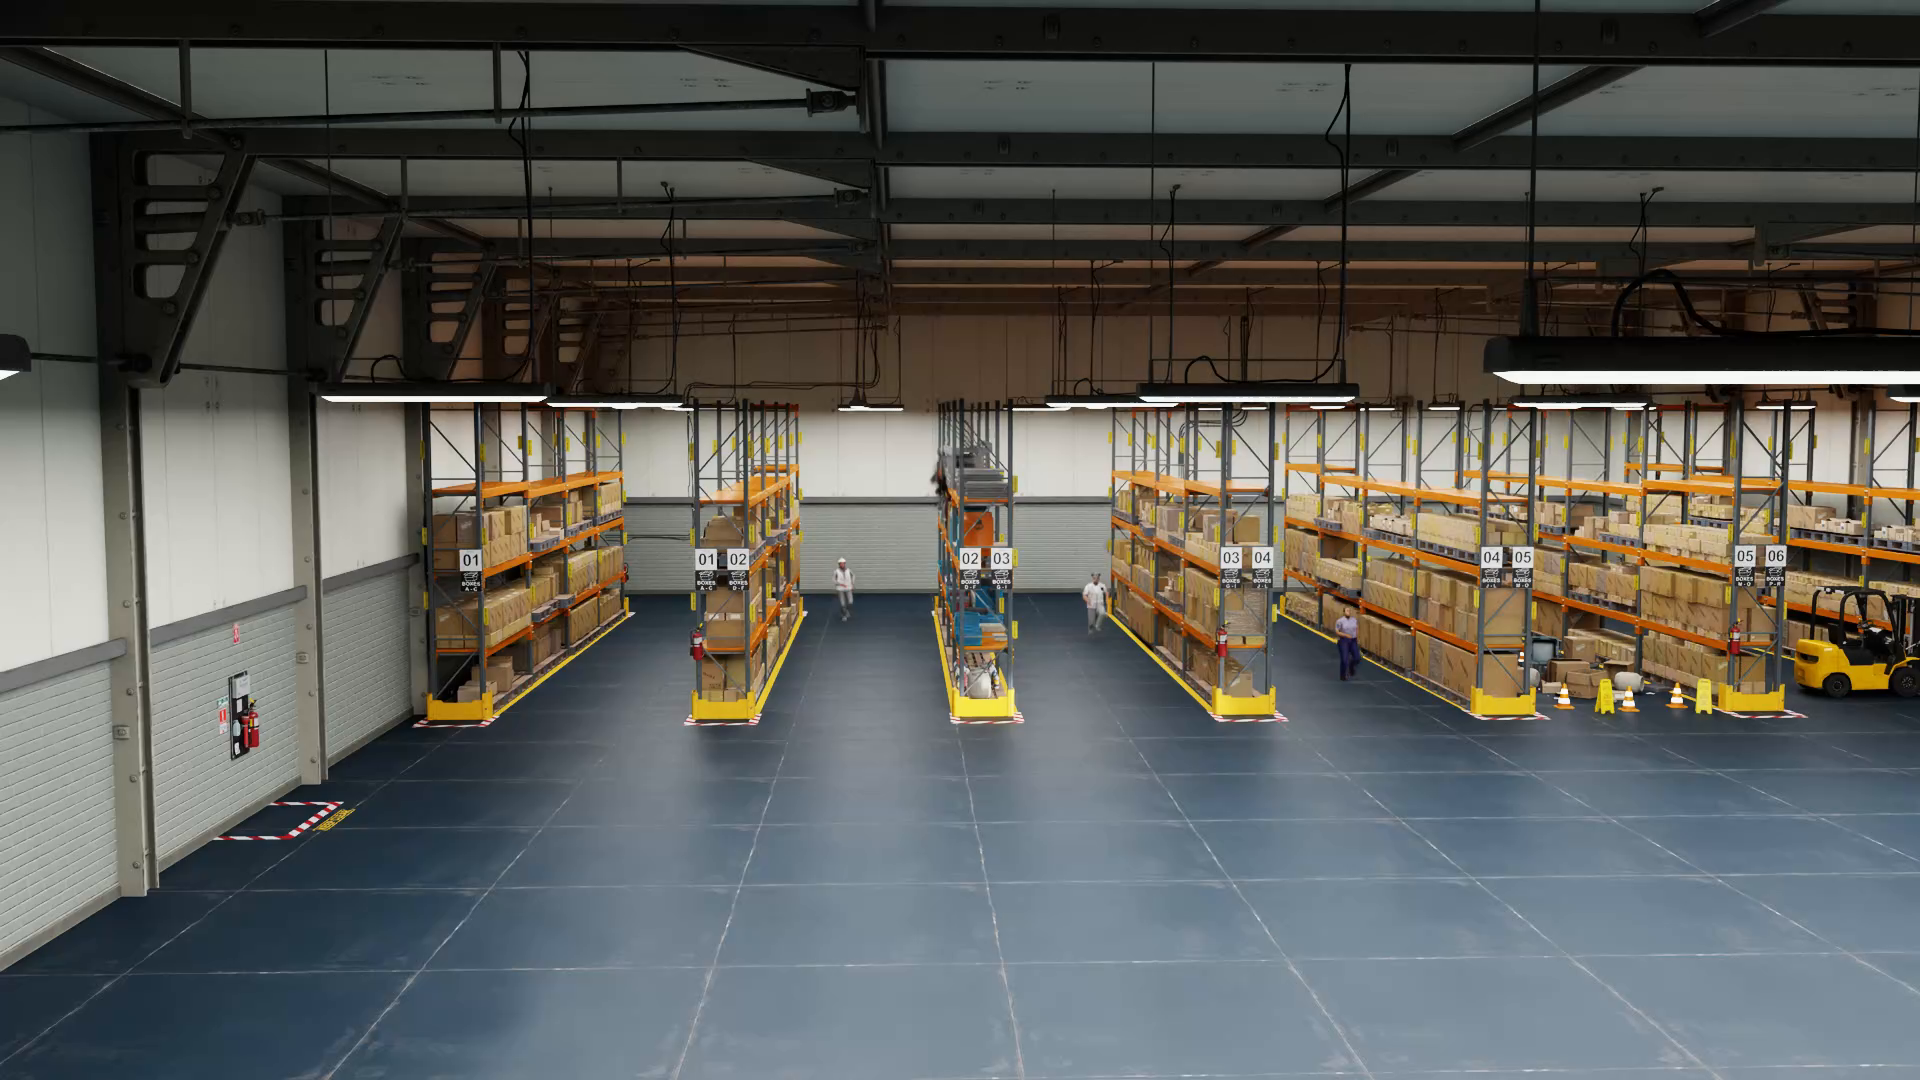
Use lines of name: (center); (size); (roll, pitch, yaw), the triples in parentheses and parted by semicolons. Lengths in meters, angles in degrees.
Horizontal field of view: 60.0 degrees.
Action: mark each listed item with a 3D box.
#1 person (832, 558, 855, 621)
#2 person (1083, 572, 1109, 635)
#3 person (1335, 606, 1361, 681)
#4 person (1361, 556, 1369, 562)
person: (-3.194, 1.374, 45.941); (0.672, 1.730, 0.568); (-1, 4, -13)
person: (3.431, 1.615, 41.823); (0.678, 1.620, 0.926); (0, 4, -3)
person: (8.346, 2.234, 35.630); (0.613, 1.601, 0.560); (-1, 4, -11)
person: (11.505, 1.278, 47.304); (0.698, 1.719, 0.575); (-1, 5, -19)
